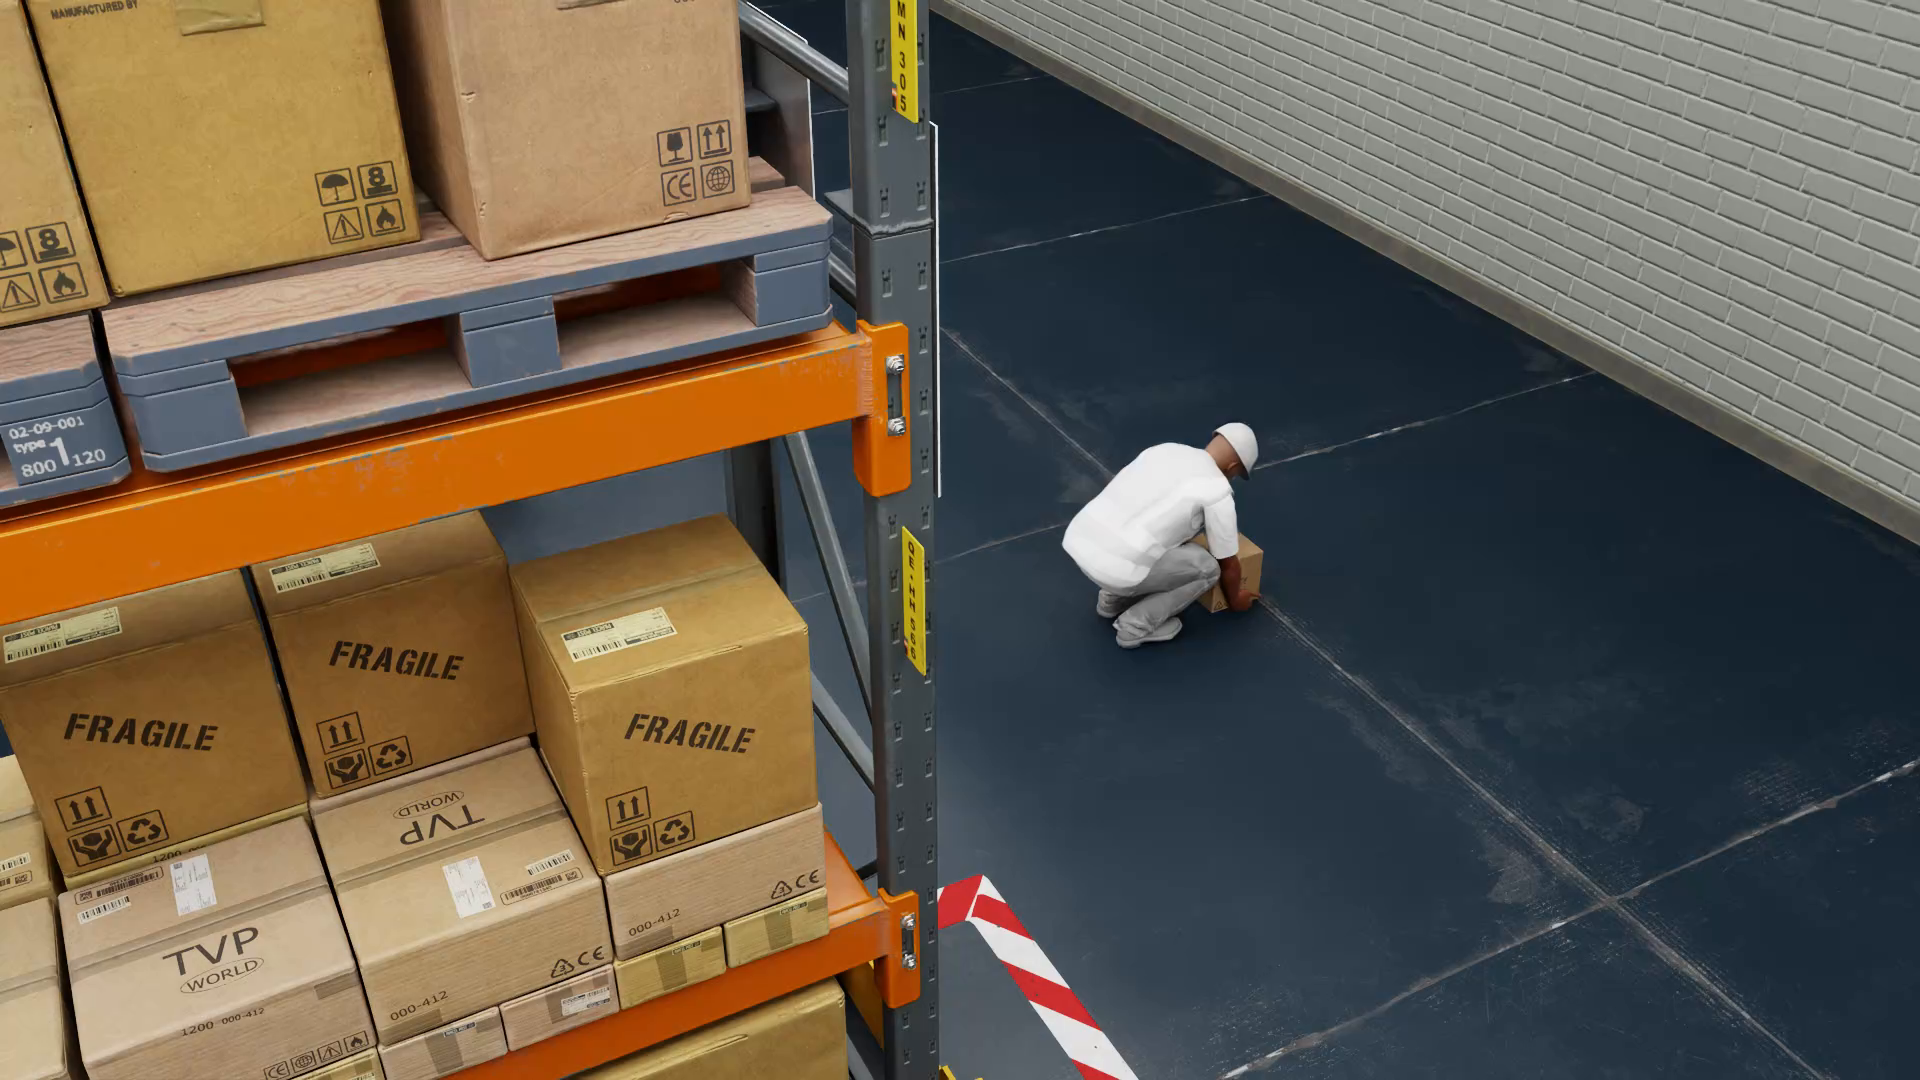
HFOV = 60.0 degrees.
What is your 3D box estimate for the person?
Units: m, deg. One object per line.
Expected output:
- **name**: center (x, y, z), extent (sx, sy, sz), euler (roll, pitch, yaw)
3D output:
- **person**: center (0.870, -0.008, 7.088), extent (0.923, 0.888, 0.550), euler (-16, 36, -23)
